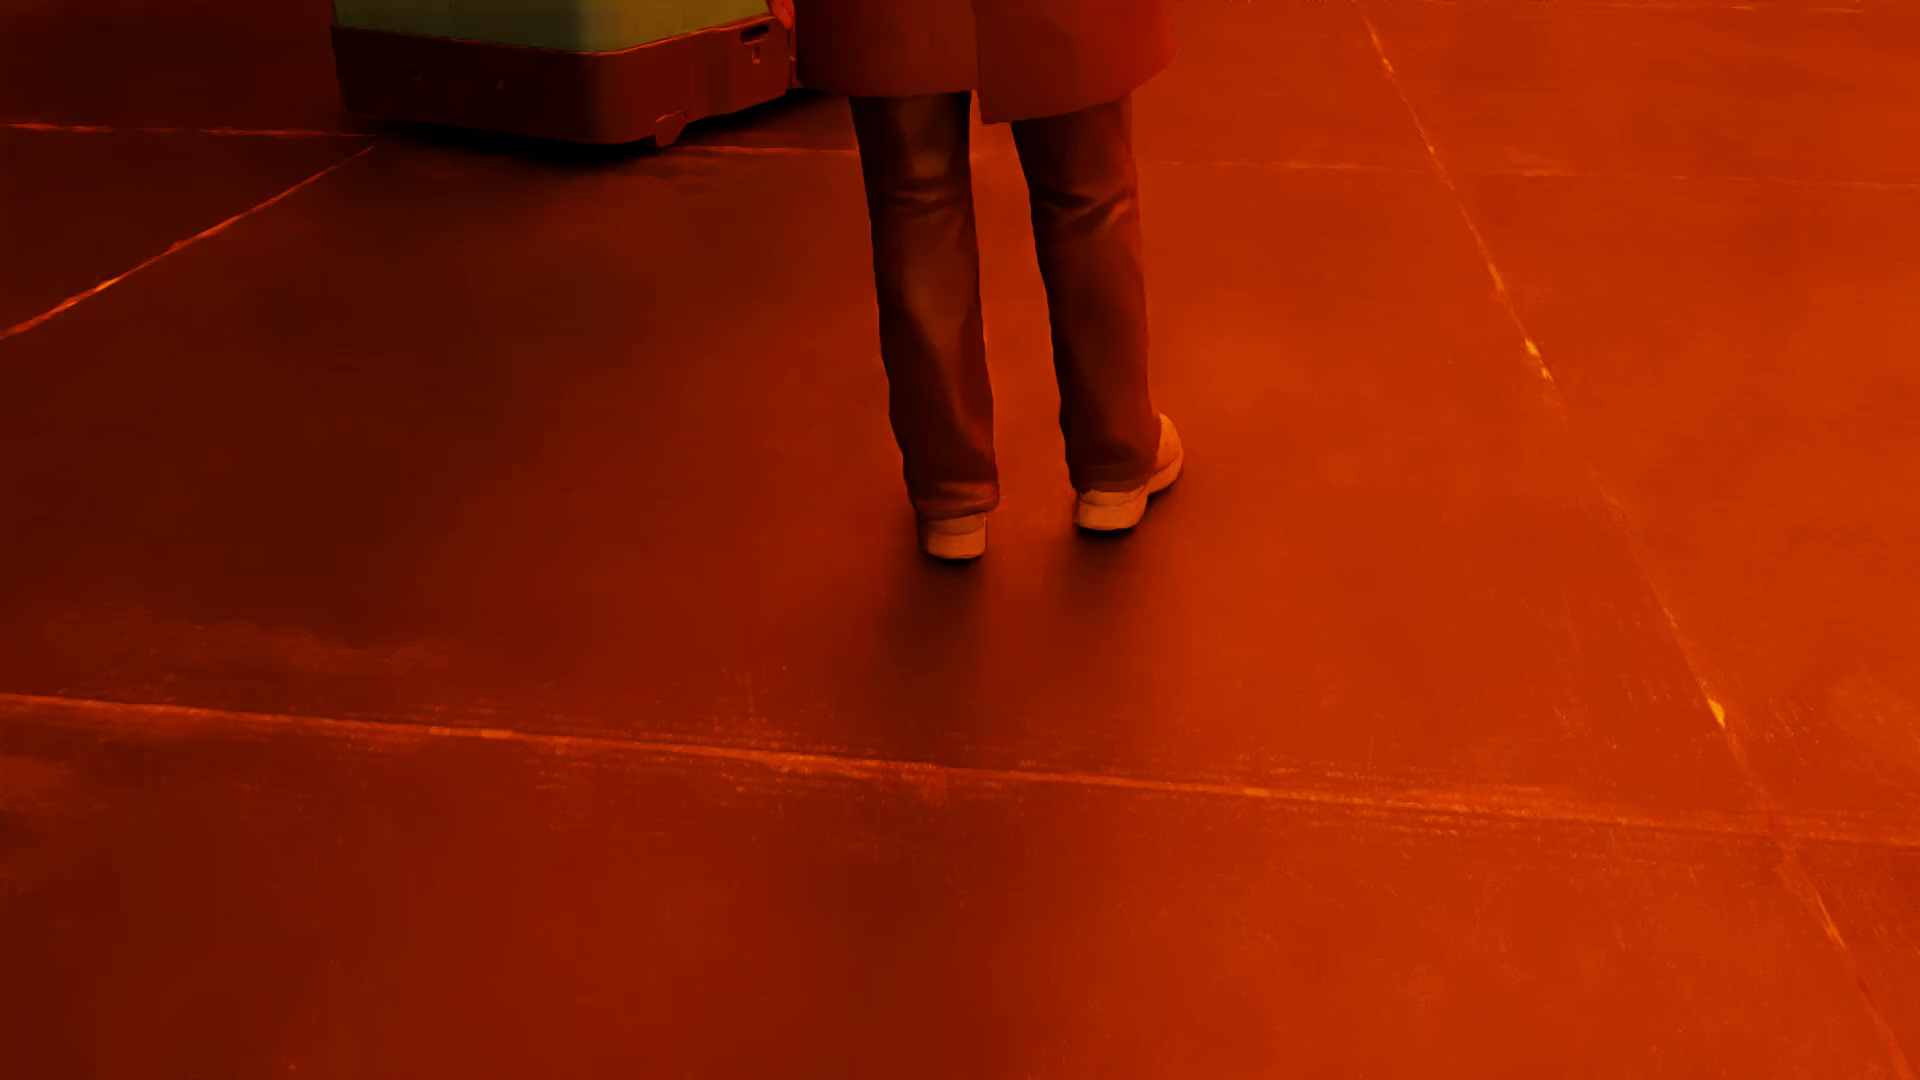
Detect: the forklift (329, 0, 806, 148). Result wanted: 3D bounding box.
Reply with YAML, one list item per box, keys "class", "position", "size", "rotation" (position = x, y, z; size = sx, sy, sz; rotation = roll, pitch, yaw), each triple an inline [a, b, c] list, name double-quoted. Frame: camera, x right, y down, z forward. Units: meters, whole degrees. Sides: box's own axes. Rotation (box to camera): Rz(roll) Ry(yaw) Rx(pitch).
- class: "forklift"
  position: [-0.687, -3.000, 5.231]
  size: [1.130, 2.935, 3.031]
  rotation: [13, 29, 24]

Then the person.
- class: "person"
  position: [0.017, -0.842, 2.180]
  size: [0.694, 1.776, 0.580]
  rotation: [3, 27, 7]
